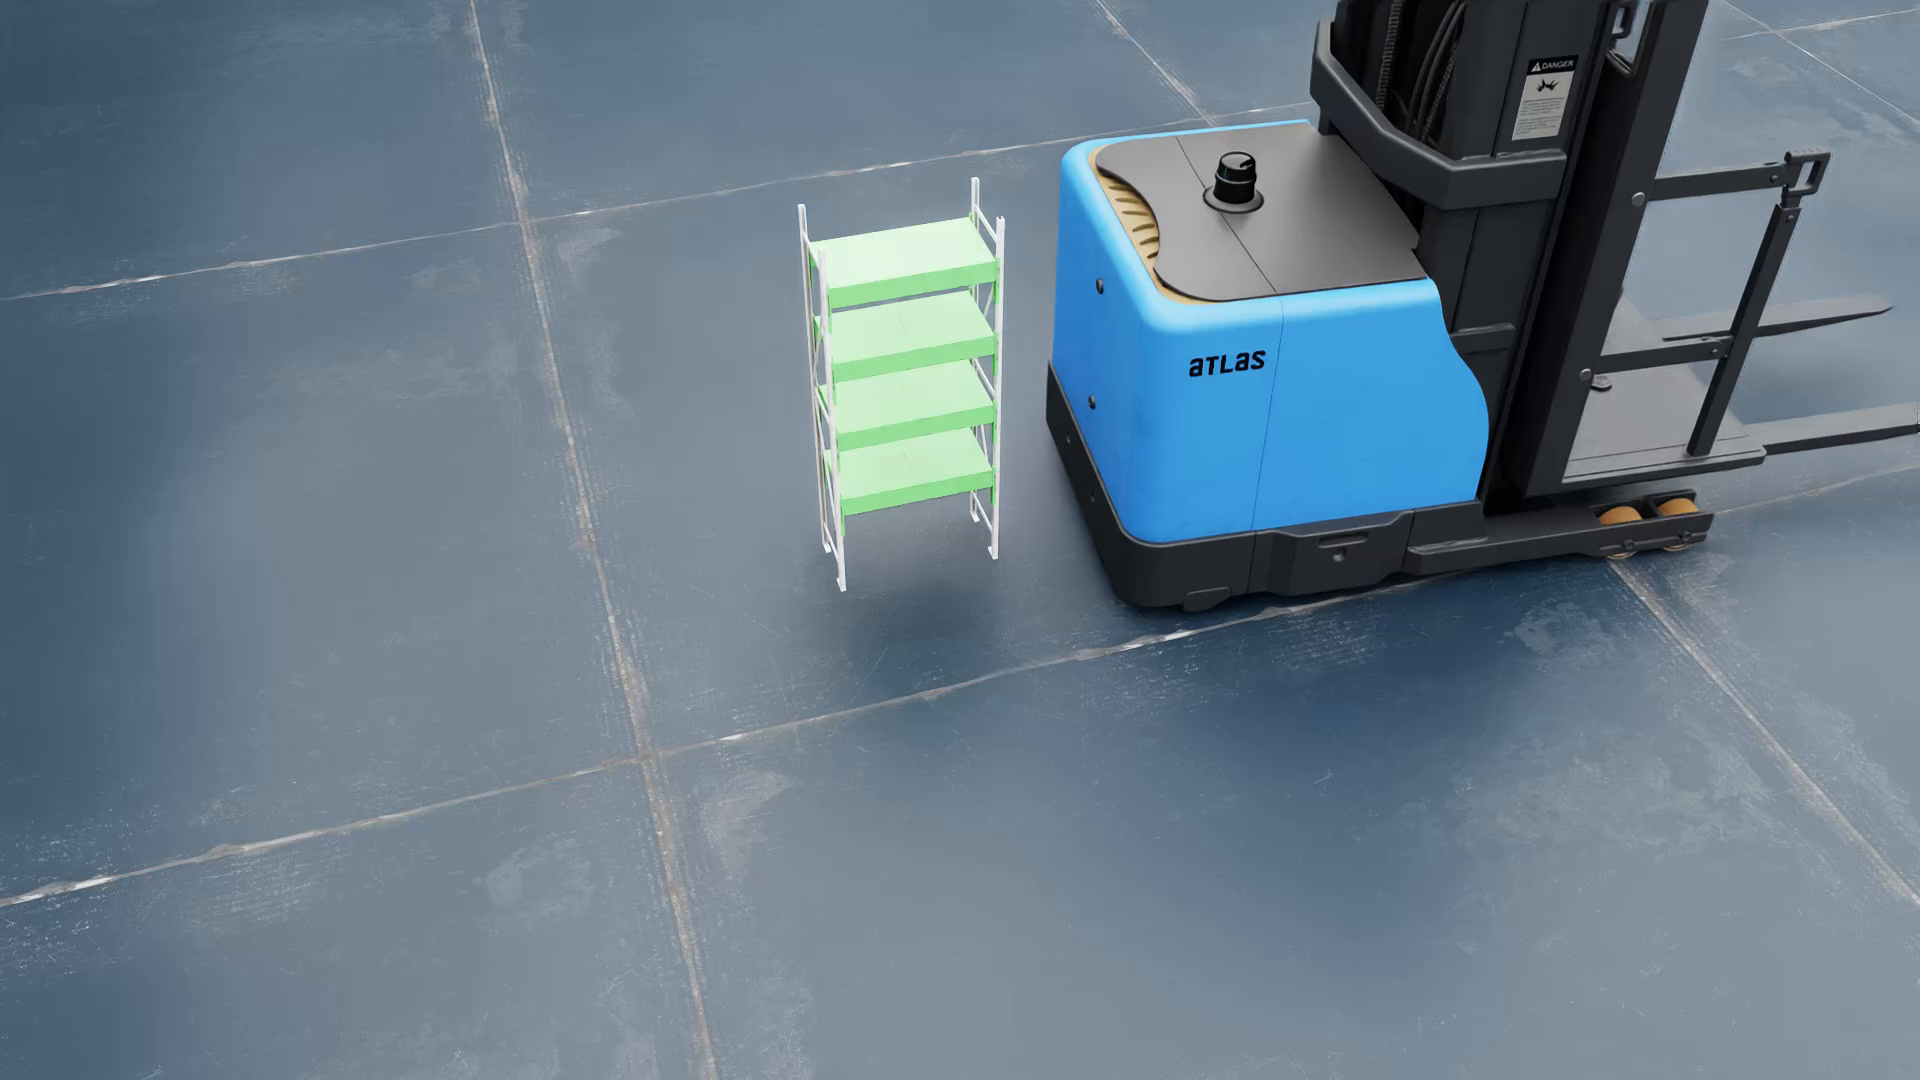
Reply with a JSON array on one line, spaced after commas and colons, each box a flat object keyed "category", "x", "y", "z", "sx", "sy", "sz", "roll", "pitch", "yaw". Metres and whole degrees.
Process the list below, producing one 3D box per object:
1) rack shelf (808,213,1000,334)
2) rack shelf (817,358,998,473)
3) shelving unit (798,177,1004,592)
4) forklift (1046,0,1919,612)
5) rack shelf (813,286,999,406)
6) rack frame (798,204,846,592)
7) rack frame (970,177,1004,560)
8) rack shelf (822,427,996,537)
[{"category": "rack shelf", "x": -0.158, "y": -0.733, "z": 4.544, "sx": 0.480, "sy": 0.148, "sz": 0.258, "roll": -12, "pitch": 42, "yaw": -13}, {"category": "rack shelf", "x": -0.158, "y": -0.371, "z": 4.860, "sx": 0.480, "sy": 0.148, "sz": 0.258, "roll": -12, "pitch": 42, "yaw": -13}, {"category": "shelving unit", "x": -0.158, "y": -0.419, "z": 4.818, "sx": 0.503, "sy": 1.200, "sz": 0.258, "roll": -12, "pitch": 42, "yaw": -13}, {"category": "forklift", "x": 1.860, "y": -1.377, "z": 4.599, "sx": 3.031, "sy": 2.935, "sz": 1.130, "roll": -8, "pitch": 42, "yaw": -9}, {"category": "rack shelf", "x": -0.158, "y": -0.552, "z": 4.702, "sx": 0.480, "sy": 0.148, "sz": 0.258, "roll": -12, "pitch": 42, "yaw": -13}, {"category": "rack frame", "x": -0.391, "y": -0.371, "z": 4.763, "sx": 0.015, "sy": 1.200, "sz": 0.240, "roll": -12, "pitch": 42, "yaw": -13}, {"category": "rack frame", "x": 0.075, "y": -0.467, "z": 4.873, "sx": 0.015, "sy": 1.200, "sz": 0.240, "roll": -12, "pitch": 42, "yaw": -13}, {"category": "rack shelf", "x": -0.158, "y": -0.190, "z": 5.018, "sx": 0.480, "sy": 0.148, "sz": 0.258, "roll": -12, "pitch": 42, "yaw": -13}]
